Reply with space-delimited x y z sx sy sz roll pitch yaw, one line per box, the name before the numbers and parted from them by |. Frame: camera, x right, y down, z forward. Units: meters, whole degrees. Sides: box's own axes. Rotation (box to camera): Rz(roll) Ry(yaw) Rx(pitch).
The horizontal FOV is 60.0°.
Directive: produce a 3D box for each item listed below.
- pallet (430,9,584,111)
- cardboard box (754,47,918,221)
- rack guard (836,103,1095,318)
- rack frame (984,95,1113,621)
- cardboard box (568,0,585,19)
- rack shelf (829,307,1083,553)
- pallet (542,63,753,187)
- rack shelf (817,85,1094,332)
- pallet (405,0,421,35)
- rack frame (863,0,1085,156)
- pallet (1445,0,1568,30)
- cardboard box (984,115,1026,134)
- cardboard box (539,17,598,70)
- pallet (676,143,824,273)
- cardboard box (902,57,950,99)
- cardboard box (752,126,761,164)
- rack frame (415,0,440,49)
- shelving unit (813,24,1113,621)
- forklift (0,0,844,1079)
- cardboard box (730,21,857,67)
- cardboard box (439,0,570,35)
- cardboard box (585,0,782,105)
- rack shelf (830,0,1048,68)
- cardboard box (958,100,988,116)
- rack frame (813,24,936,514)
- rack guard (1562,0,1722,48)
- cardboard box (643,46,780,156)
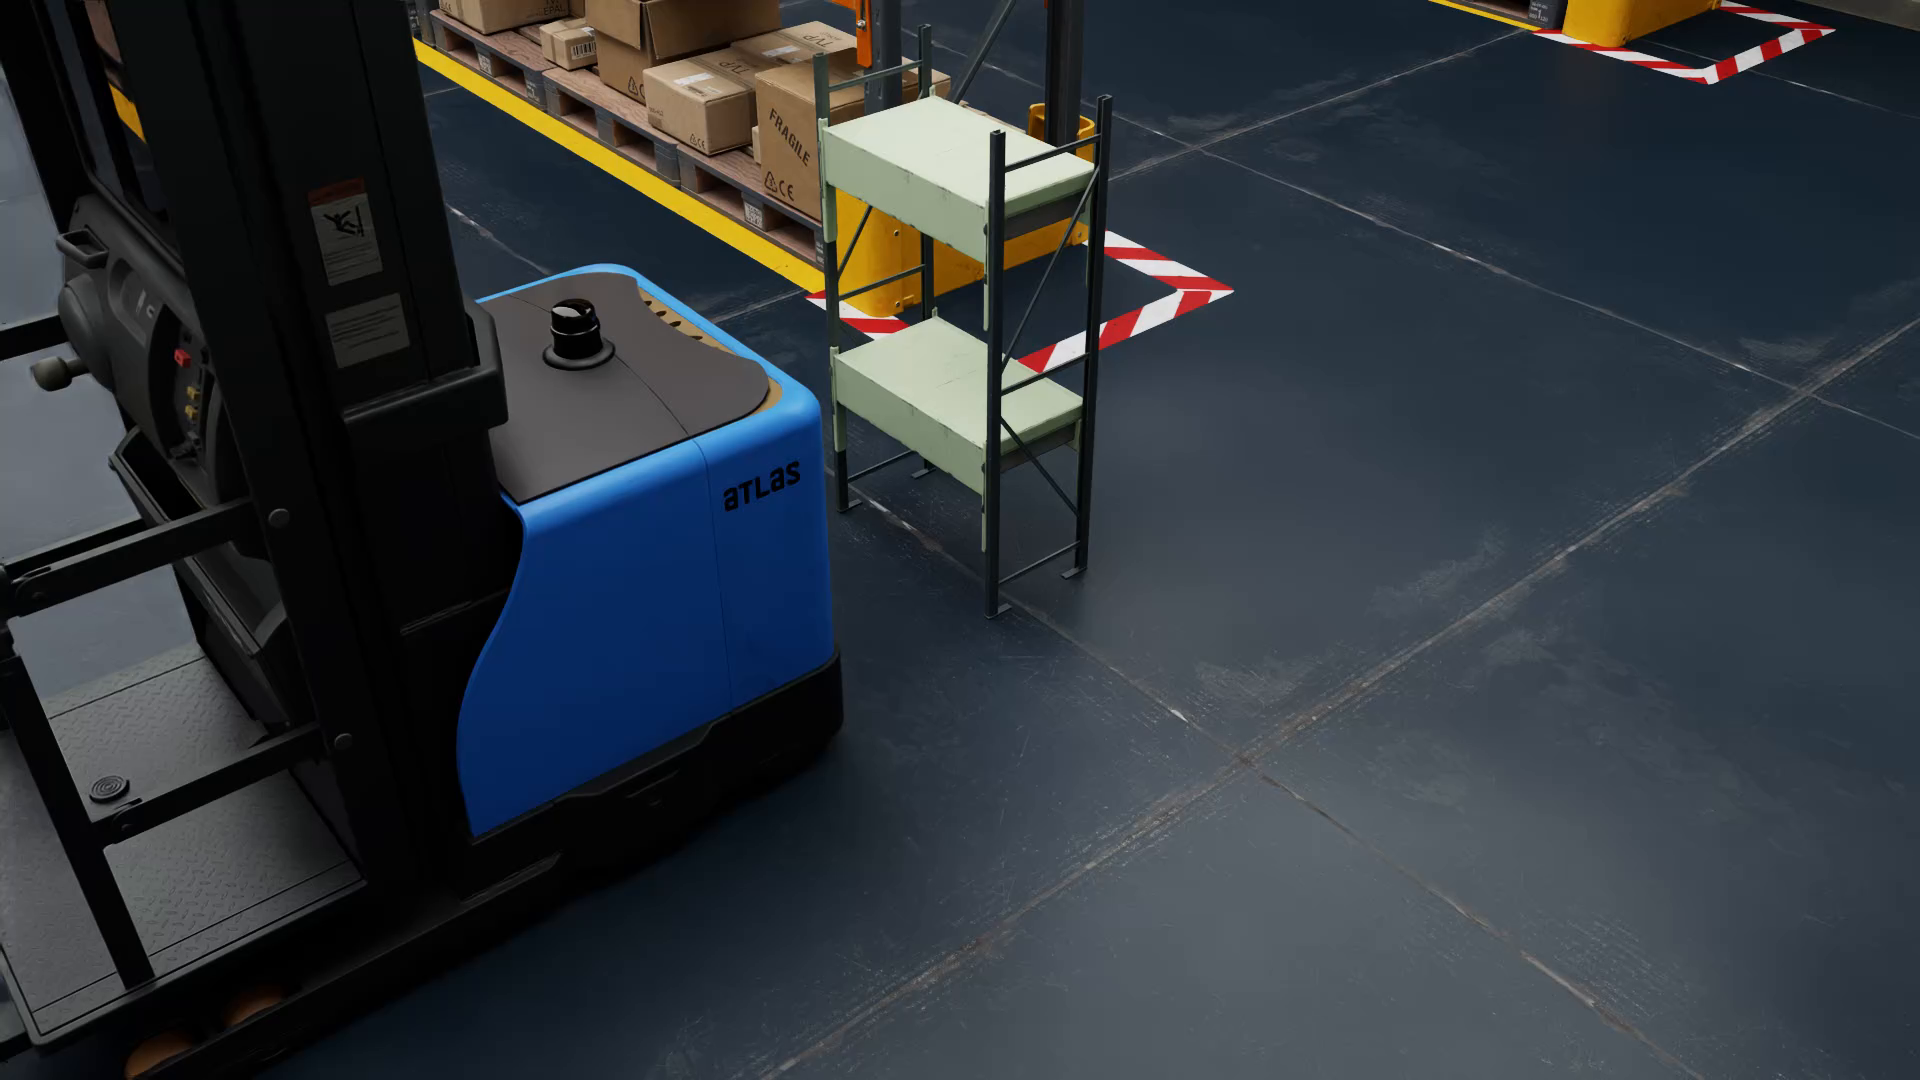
pallet | -2.072 -2.658 8.820 1.003 0.211 1.213 -26 43 -32
cardboard box | -0.472 -1.641 6.754 0.500 0.500 0.500 -26 43 -32
rack guard | 0.018 -1.347 6.719 1.175 0.500 0.348 -26 43 -32
rack frame | 0.232 -0.453 4.593 0.400 1.500 0.023 -26 43 -32
cardboard box | -1.930 -3.113 8.832 0.500 0.500 0.500 -26 43 -32
rack shelf | -0.004 -0.349 5.009 0.431 0.370 0.720 -26 43 -32
pallet | -1.280 -2.119 8.059 1.003 0.211 1.213 -26 43 -32
rack shelf | -0.004 -0.933 4.595 0.431 0.370 0.720 -26 43 -32
pallet | -3.068 -3.306 9.736 1.003 0.211 1.213 -26 43 -32
rack frame | 0.067 -2.333 5.949 1.000 3.000 0.127 -26 43 -32
pallet | 3.273 -3.368 9.824 1.003 0.211 1.213 -26 43 -32
cardboard box | 0.059 -1.663 7.088 0.380 0.149 0.250 -26 43 -32
cardboard box | -1.843 -2.479 8.225 0.380 0.166 0.250 -26 43 -32
pallet | -0.497 -1.580 7.299 1.003 0.211 1.213 -26 43 -32
cardboard box | -0.390 -1.957 7.417 0.500 0.250 0.500 -26 43 -32
cardboard box | -0.665 -1.717 7.150 0.380 0.166 0.250 -26 43 -32
rack frame | -2.514 -4.099 8.443 1.000 3.000 0.127 -26 43 -32
shelving unit | -0.004 -0.615 4.821 0.431 1.500 0.755 -26 43 -32
forklift | -1.773 -0.332 3.183 3.031 2.935 1.130 -25 42 -31
cardboard box | -0.713 -2.178 7.729 0.500 0.250 0.500 -26 43 -32
cardboard box | -2.409 -2.916 8.717 0.500 0.311 0.500 -26 43 -32
cardboard box | -1.298 -2.433 7.869 0.797 0.503 0.637 -26 43 -32
rack shelf | -1.224 -2.923 7.404 1.077 0.370 4.000 -26 43 -32
cardboard box | -0.102 -1.780 7.239 0.380 0.166 0.250 -26 43 -32
rack frame | -0.241 -0.777 5.049 0.400 1.500 0.023 -26 43 -32
rack guard | 3.864 -3.152 9.268 1.175 0.500 0.348 -26 43 -32
cardboard box | -1.062 -1.970 7.434 0.500 0.250 0.500 -26 43 -32
